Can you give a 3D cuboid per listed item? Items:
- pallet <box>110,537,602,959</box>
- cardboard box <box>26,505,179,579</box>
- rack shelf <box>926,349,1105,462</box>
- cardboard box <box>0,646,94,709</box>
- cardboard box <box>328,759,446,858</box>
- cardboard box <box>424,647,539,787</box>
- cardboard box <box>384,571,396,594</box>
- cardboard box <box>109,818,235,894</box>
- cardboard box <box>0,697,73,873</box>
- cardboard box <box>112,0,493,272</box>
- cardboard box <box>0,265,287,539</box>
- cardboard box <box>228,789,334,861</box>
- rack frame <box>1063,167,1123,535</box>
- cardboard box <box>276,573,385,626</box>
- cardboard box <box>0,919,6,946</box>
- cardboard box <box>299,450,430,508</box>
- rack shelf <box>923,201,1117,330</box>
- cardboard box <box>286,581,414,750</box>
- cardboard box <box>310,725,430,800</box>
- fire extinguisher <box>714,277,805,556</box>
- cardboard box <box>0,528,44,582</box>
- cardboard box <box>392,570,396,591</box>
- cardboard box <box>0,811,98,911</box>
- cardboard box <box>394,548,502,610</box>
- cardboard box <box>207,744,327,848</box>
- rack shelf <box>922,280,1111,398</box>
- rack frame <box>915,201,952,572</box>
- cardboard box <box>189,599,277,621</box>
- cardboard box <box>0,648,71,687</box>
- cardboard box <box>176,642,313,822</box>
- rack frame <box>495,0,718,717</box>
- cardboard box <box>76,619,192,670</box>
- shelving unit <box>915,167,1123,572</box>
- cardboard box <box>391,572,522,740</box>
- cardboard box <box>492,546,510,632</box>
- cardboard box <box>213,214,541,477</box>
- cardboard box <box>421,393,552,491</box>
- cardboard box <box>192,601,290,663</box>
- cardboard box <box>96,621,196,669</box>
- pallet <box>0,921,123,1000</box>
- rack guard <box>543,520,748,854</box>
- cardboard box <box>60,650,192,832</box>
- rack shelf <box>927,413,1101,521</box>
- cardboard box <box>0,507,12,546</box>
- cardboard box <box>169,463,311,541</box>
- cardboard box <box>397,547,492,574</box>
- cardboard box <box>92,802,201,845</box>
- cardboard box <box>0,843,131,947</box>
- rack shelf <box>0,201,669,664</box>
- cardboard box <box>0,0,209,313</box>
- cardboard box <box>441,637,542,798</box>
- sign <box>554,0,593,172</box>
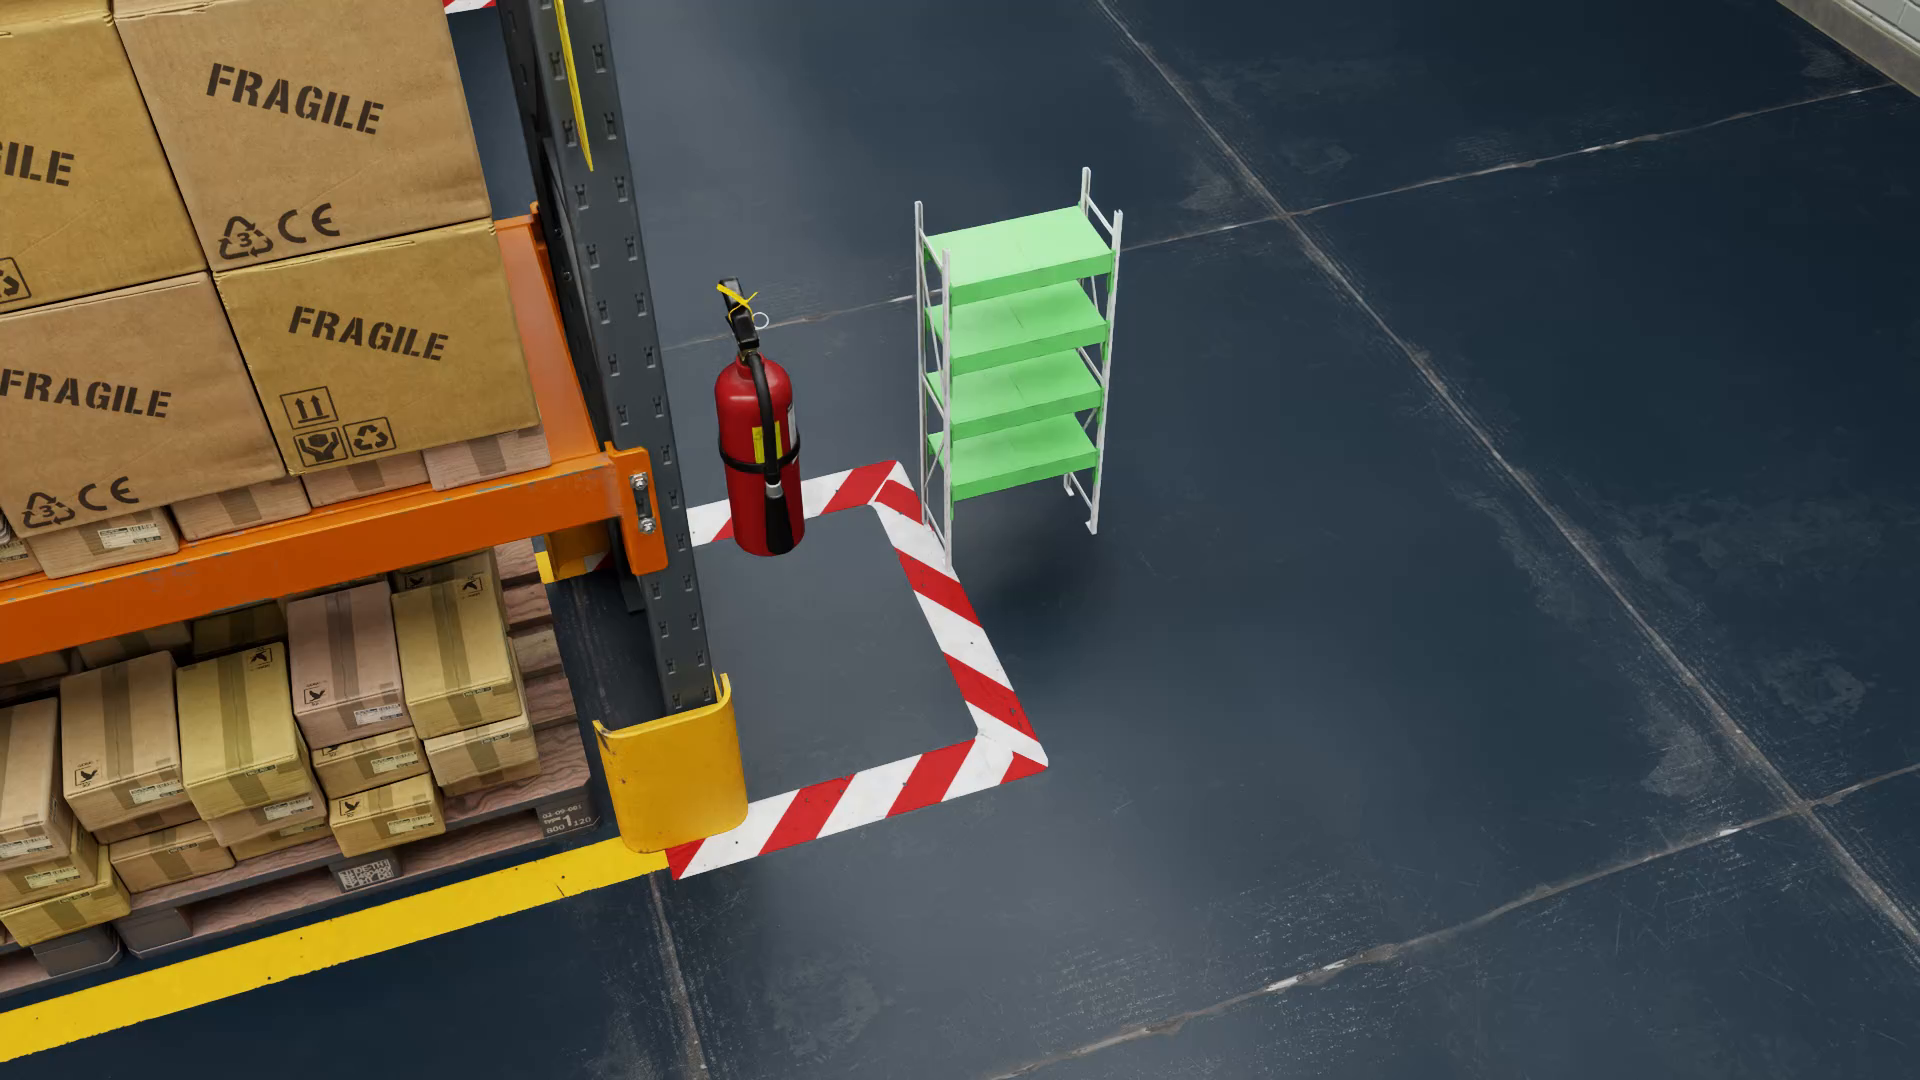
[{"bbox_3d":[-1.693,0.514,4.589,1.213,0.211,1.003,-14,47,-14],"label":"pallet"},{"bbox_3d":[-1.765,-0.123,3.432,0.250,0.149,0.380,-13,47,-13],"label":"cardboard box"},{"bbox_3d":[0.156,-0.418,4.910,0.480,0.148,0.258,-14,47,-14],"label":"rack shelf"},{"bbox_3d":[-2.397,0.310,4.330,0.250,0.149,0.380,-16,47,-16],"label":"cardboard box"},{"bbox_3d":[-1.477,0.592,4.258,0.250,0.149,0.380,-13,47,-13],"label":"cardboard box"},{"bbox_3d":[-1.244,0.410,4.230,0.250,0.149,0.380,-16,47,-15],"label":"cardboard box"},{"bbox_3d":[-1.702,0.076,4.563,0.250,0.149,0.380,-15,47,-14],"label":"cardboard box"},{"bbox_3d":[-1.982,0.667,4.184,0.250,0.149,0.380,-14,47,-13],"label":"cardboard box"},{"bbox_3d":[-2.212,0.574,3.856,0.250,0.149,0.380,-13,46,-12],"label":"cardboard box"},{"bbox_3d":[-1.191,-0.878,3.021,0.500,0.500,0.500,-15,47,-15],"label":"cardboard box"},{"bbox_3d":[-1.666,-0.401,3.251,0.500,0.500,0.500,-15,47,-15],"label":"cardboard box"},{"bbox_3d":[-1.755,0.598,4.252,0.250,0.149,0.380,-15,47,-14],"label":"cardboard box"},{"bbox_3d":[0.385,-0.522,4.923,0.015,1.200,0.240,-14,47,-14],"label":"rack frame"},{"bbox_3d":[-1.672,0.034,4.395,0.250,0.149,0.380,-14,47,-13],"label":"cardboard box"},{"bbox_3d":[-2.465,0.822,4.029,0.250,0.149,0.380,-13,47,-13],"label":"cardboard box"},{"bbox_3d":[-1.302,-0.270,3.579,0.250,0.149,0.380,-14,47,-14],"label":"cardboard box"},{"bbox_3d":[0.156,-0.757,4.570,0.480,0.148,0.258,-14,47,-14],"label":"rack shelf"},{"bbox_3d":[-1.513,0.306,4.124,0.250,0.149,0.380,-13,47,-13],"label":"cardboard box"},{"bbox_3d":[-1.509,0.437,4.203,0.250,0.149,0.380,-15,47,-15],"label":"cardboard box"},{"bbox_3d":[-0.451,-0.255,3.704,0.183,0.674,0.296,-14,47,-14],"label":"fire extinguisher"},{"bbox_3d":[-2.023,-0.079,3.389,0.250,0.149,0.380,-16,47,-16],"label":"cardboard box"},{"bbox_3d":[-1.665,0.228,4.622,0.250,0.149,0.380,-15,47,-14],"label":"cardboard box"},{"bbox_3d":[-2.215,0.669,3.972,0.250,0.149,0.380,-14,47,-13],"label":"cardboard box"},{"bbox_3d":[-1.425,0.047,4.591,0.250,0.149,0.380,-13,46,-12],"label":"cardboard box"},{"bbox_3d":[-1.733,0.536,4.105,0.250,0.149,0.380,-16,47,-15],"label":"cardboard box"},{"bbox_3d":[0.156,-0.588,4.740,0.480,0.148,0.258,-14,47,-14],"label":"rack shelf"},{"bbox_3d":[-0.074,-0.405,4.806,0.015,1.200,0.240,-14,47,-14],"label":"rack frame"},{"bbox_3d":[-1.952,0.009,4.420,0.250,0.149,0.380,-14,47,-14],"label":"cardboard box"},{"bbox_3d":[-2.421,0.184,4.245,0.250,0.149,0.380,-13,46,-12],"label":"cardboard box"},{"bbox_3d":[-1.713,0.453,3.977,0.250,0.149,0.380,-15,47,-15],"label":"cardboard box"},{"bbox_3d":[-0.845,-0.661,3.791,0.127,3.000,1.000,-14,47,-14],"label":"rack frame"},{"bbox_3d":[-2.157,0.124,4.305,0.250,0.149,0.380,-16,47,-16],"label":"cardboard box"},{"bbox_3d":[0.156,-0.463,4.865,0.503,1.200,0.258,-14,47,-14],"label":"shelving unit"},{"bbox_3d":[-1.257,0.284,4.146,0.250,0.149,0.380,-14,47,-13],"label":"cardboard box"},{"bbox_3d":[-1.446,0.110,4.739,0.250,0.149,0.380,-13,47,-13],"label":"cardboard box"},{"bbox_3d":[-1.180,-0.521,3.371,0.500,0.500,0.500,-13,47,-13],"label":"cardboard box"},{"bbox_3d":[-1.056,-0.305,3.614,0.250,0.149,0.380,-14,47,-14],"label":"cardboard box"},{"bbox_3d":[-1.902,0.194,4.446,0.250,0.149,0.380,-14,47,-13],"label":"cardboard box"},{"bbox_3d":[-2.180,0.183,4.456,0.250,0.149,0.380,-13,47,-13],"label":"cardboard box"},{"bbox_3d":[-2.838,0.805,4.299,1.213,0.211,1.003,-14,47,-14],"label":"pallet"},{"bbox_3d":[-0.916,0.240,4.658,0.348,0.500,1.175,-14,47,-14],"label":"rack guard"},{"bbox_3d":[-1.978,0.473,3.957,0.250,0.149,0.380,-16,47,-15],"label":"cardboard box"},{"bbox_3d":[0.156,-0.249,5.080,0.480,0.148,0.258,-14,47,-14],"label":"rack shelf"},{"bbox_3d":[-2.140,-0.273,3.123,0.500,0.500,0.500,-14,47,-14],"label":"cardboard box"},{"bbox_3d":[-1.533,-0.200,3.509,0.250,0.149,0.380,-15,47,-14],"label":"cardboard box"},{"bbox_3d":[-1.453,-0.113,4.541,0.250,0.149,0.380,-16,47,-16],"label":"cardboard box"},{"bbox_3d":[-2.020,0.532,4.109,0.250,0.149,0.380,-15,47,-14],"label":"cardboard box"},{"bbox_3d":[-2.201,0.770,4.081,0.250,0.149,0.380,-16,47,-16],"label":"cardboard box"},{"bbox_3d":[-2.726,0.074,3.566,4.000,0.370,1.077,-14,47,-14],"label":"rack shelf"},{"bbox_3d":[-1.668,-0.756,2.899,0.500,0.500,0.500,-16,47,-15],"label":"cardboard box"},{"bbox_3d":[-1.269,0.463,4.387,0.250,0.149,0.380,-14,47,-13],"label":"cardboard box"},{"bbox_3d":[-0.675,-0.806,2.895,0.005,0.325,0.100,-14,47,-14],"label":"sign"}]
